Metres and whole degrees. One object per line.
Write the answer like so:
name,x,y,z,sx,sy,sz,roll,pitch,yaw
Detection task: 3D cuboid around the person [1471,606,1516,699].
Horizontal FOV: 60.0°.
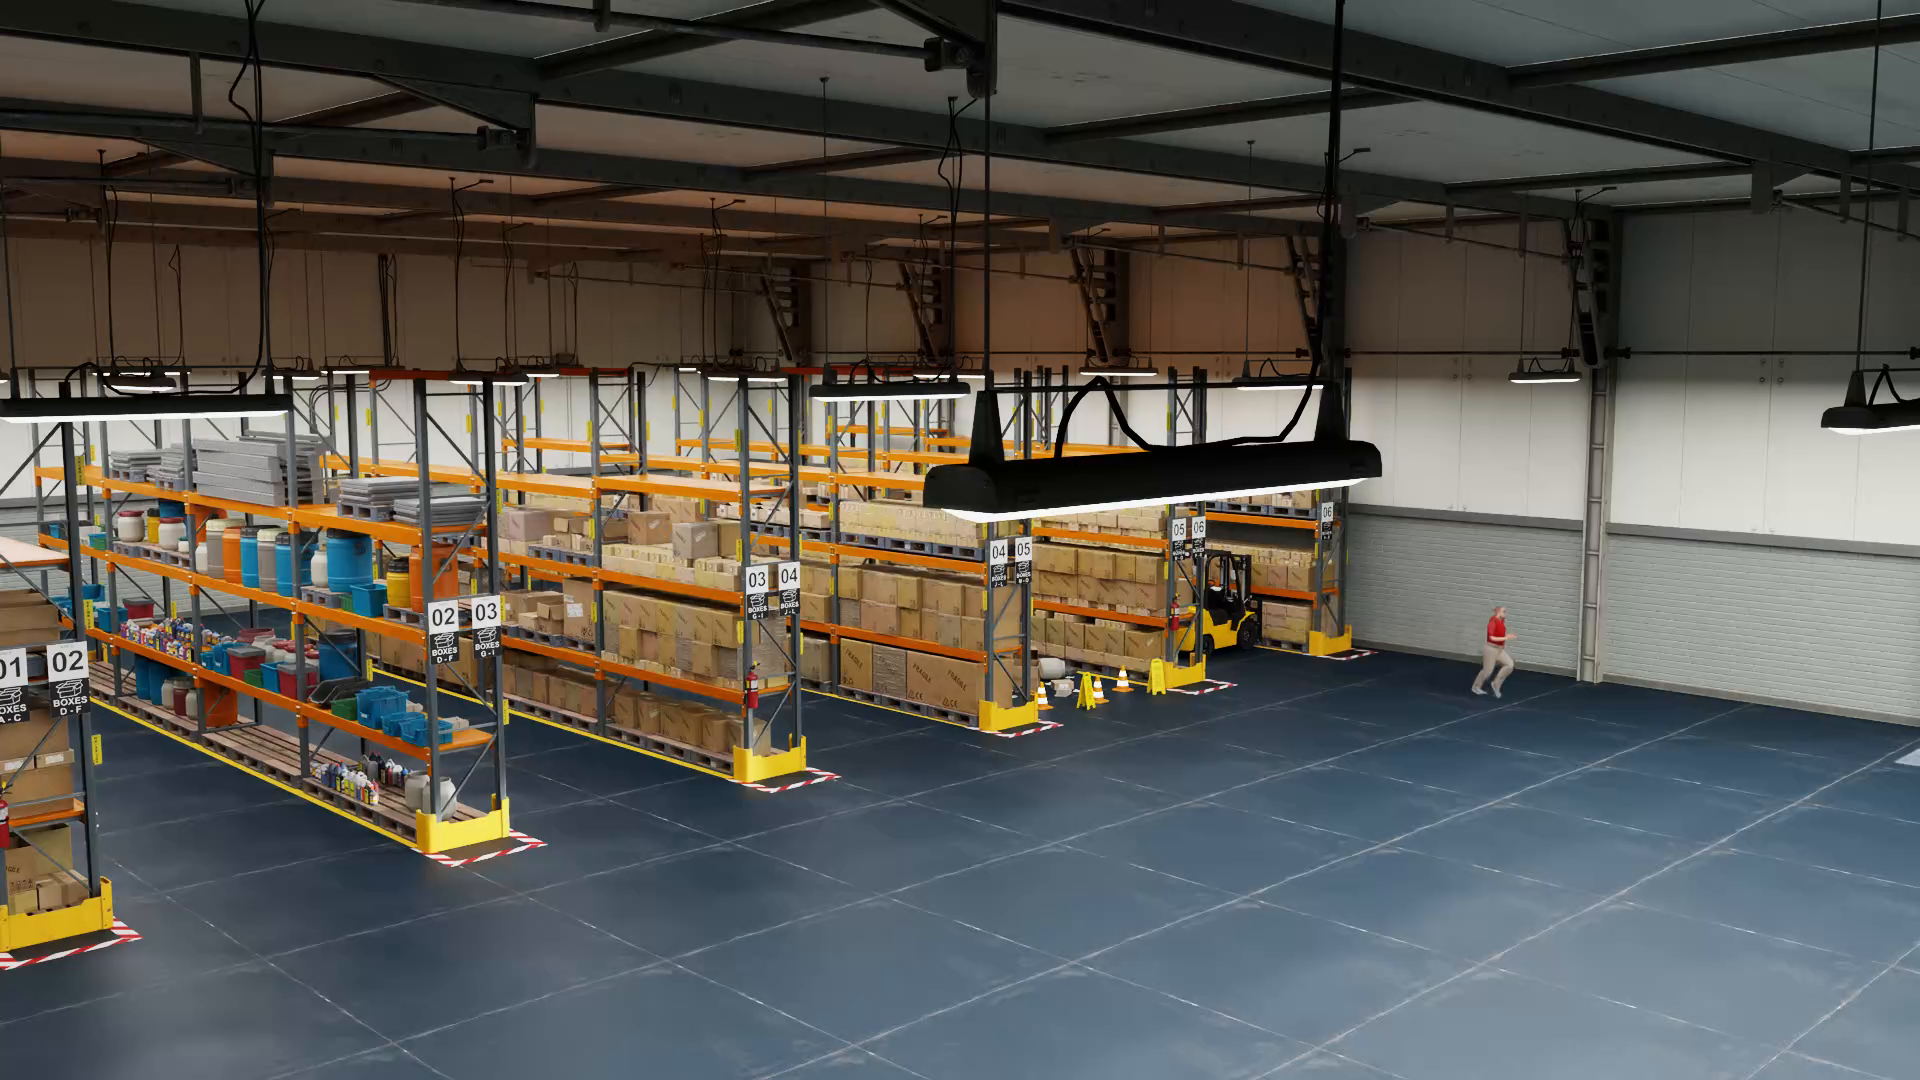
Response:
person,9.793,2.050,30.459,0.832,1.726,0.693,5,8,39
